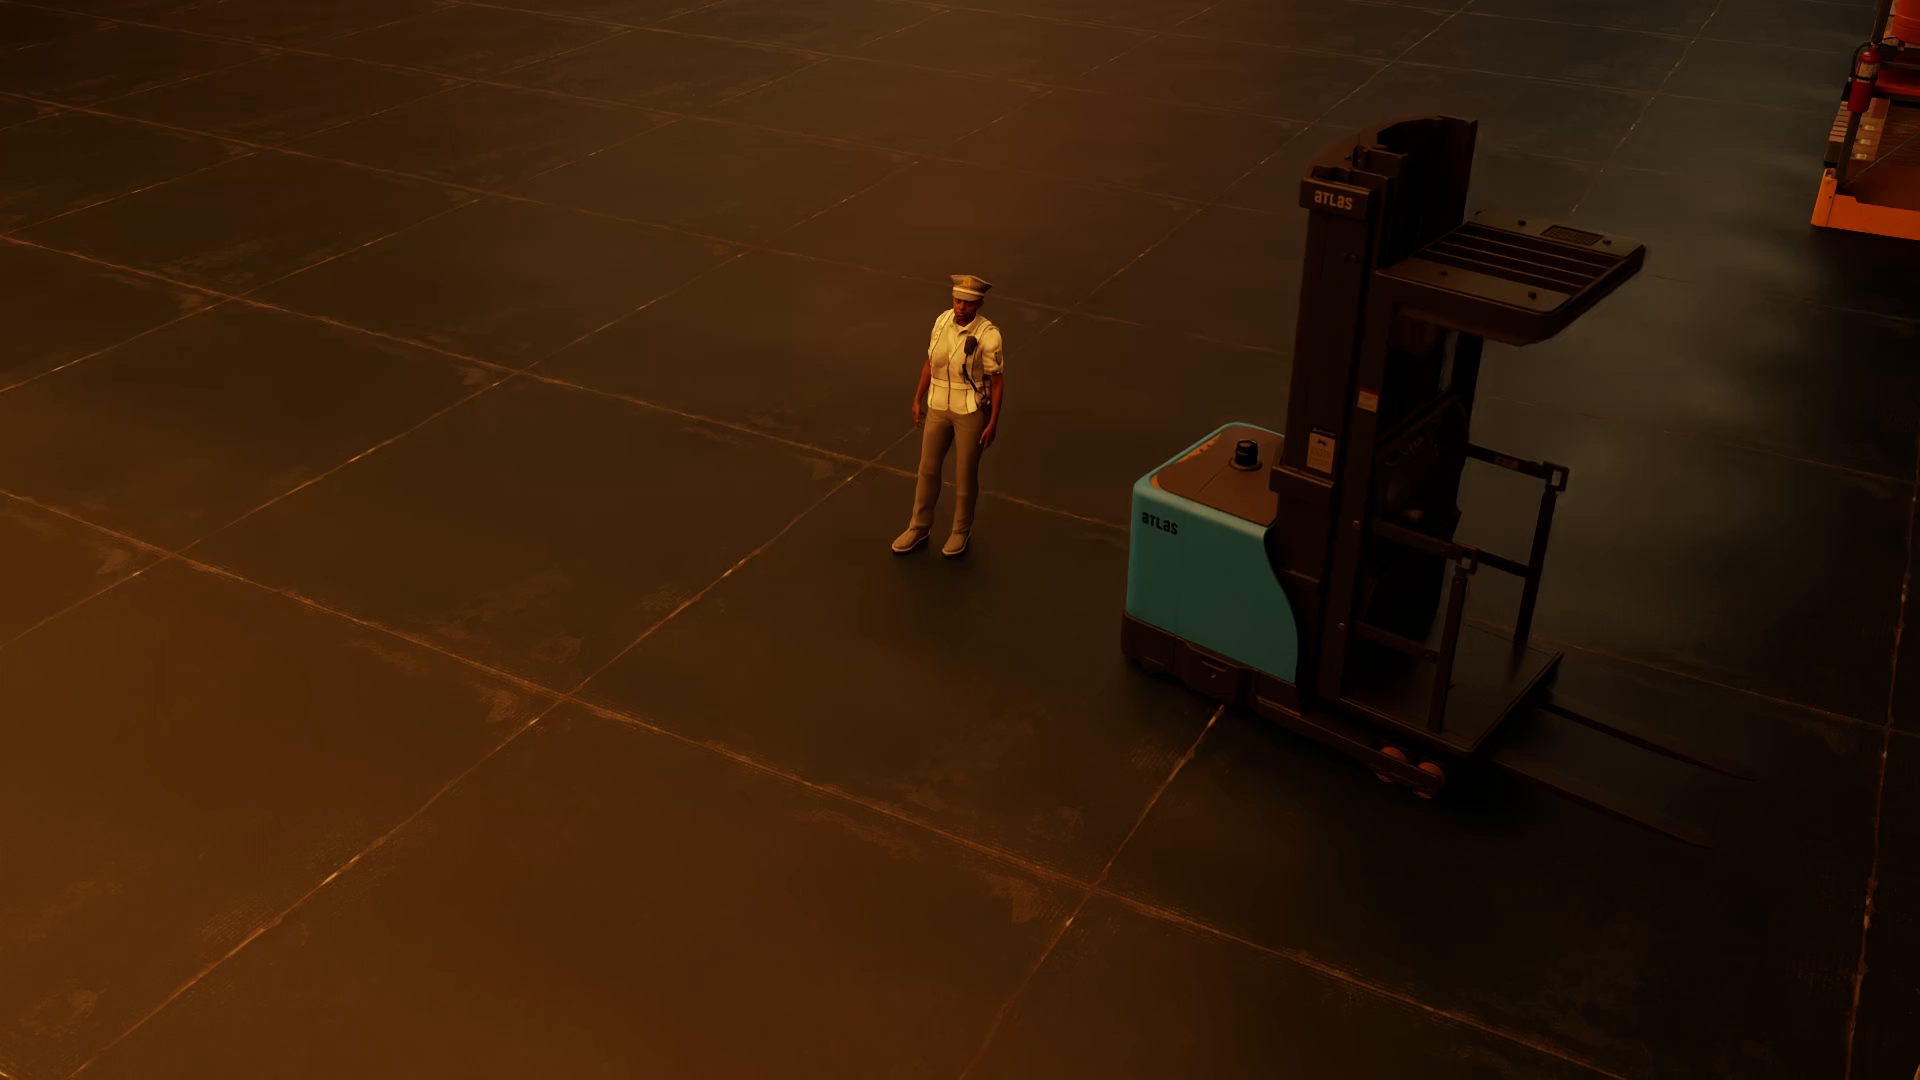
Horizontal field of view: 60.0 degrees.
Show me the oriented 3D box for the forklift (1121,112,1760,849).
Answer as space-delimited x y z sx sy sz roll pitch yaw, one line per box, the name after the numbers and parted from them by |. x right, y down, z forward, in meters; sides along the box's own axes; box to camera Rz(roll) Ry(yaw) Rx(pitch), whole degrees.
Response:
2.315 -0.345 7.669 3.031 2.935 1.130 22 37 33 | forklift

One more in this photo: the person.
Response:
-0.054 -0.712 9.527 0.569 1.695 0.528 15 33 25 | person
